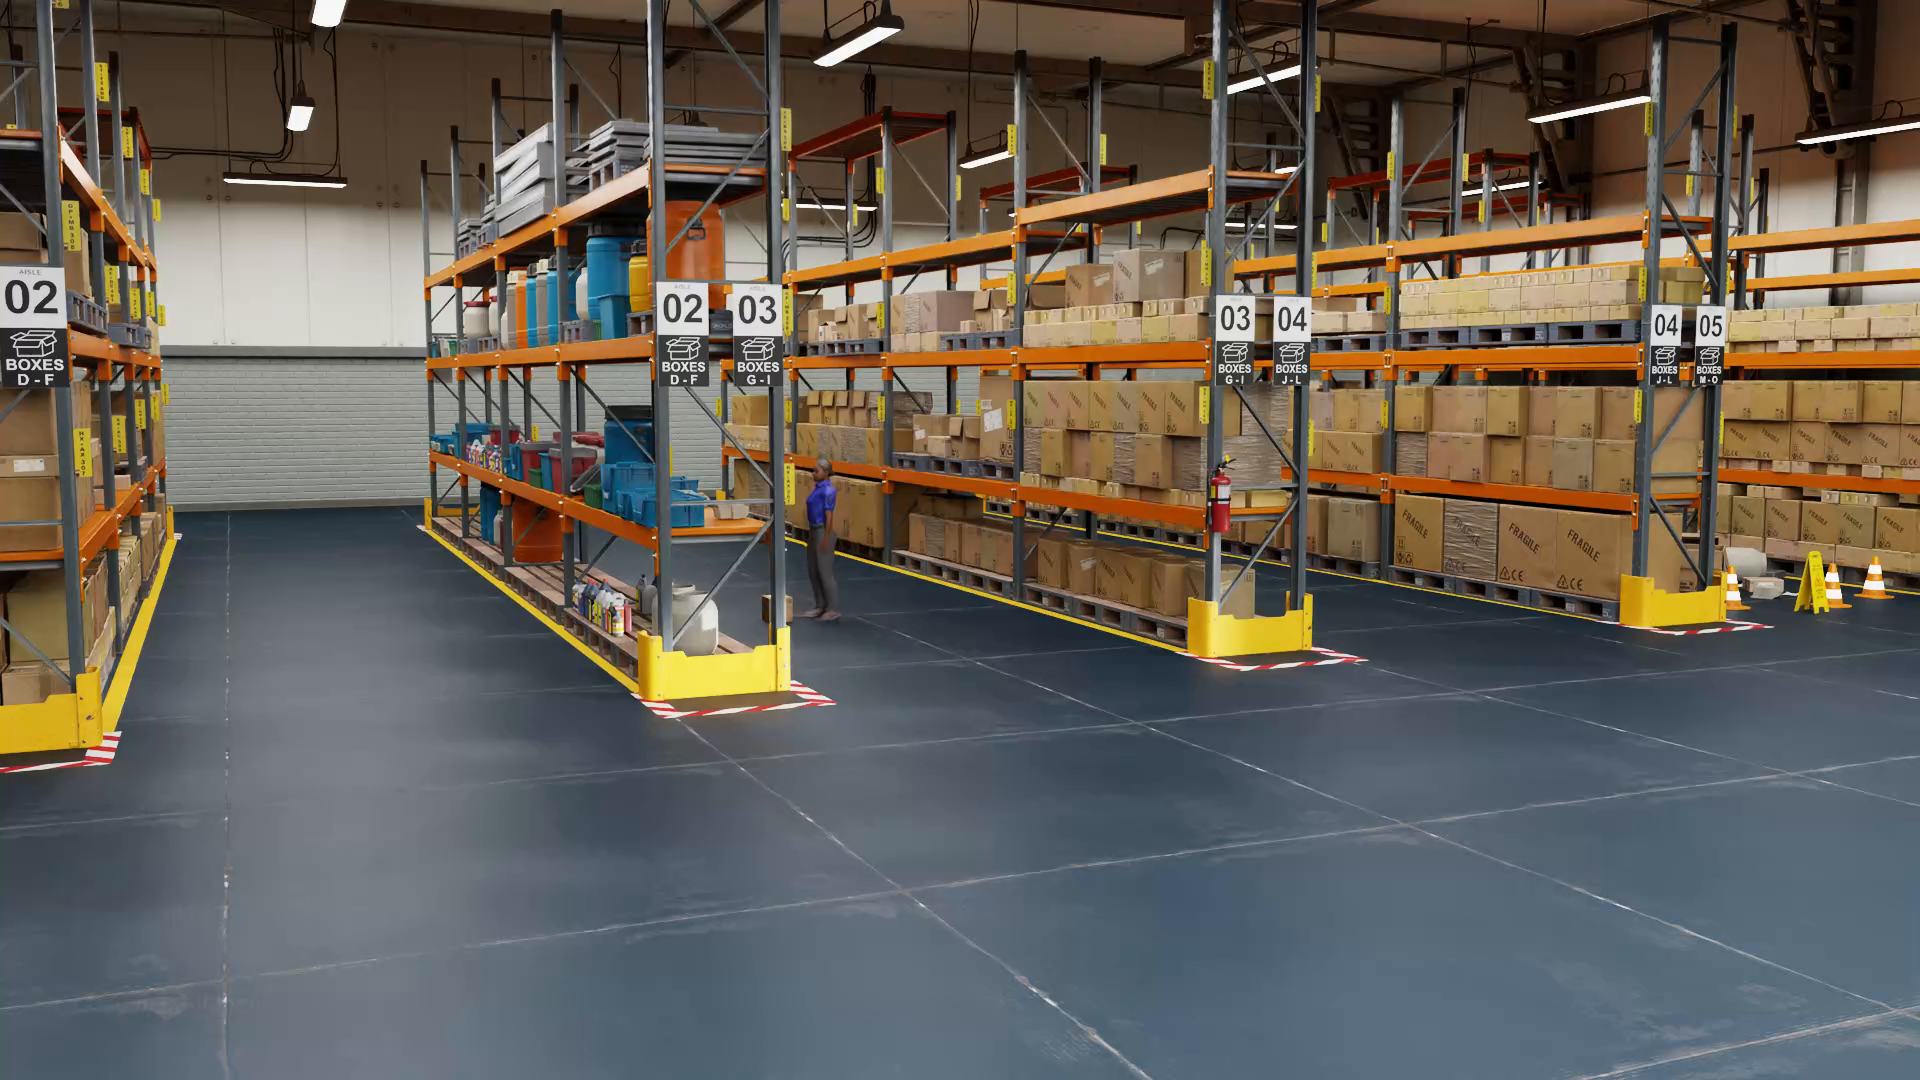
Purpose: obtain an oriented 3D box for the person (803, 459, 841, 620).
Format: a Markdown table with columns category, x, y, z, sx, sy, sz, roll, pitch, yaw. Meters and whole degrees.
| category | x | y | z | sx | sy | sz | roll | pitch | yaw |
| --- | --- | --- | --- | --- | --- | --- | --- | --- | --- |
| person | -1.426 | 0.003 | 17.170 | 0.328 | 1.684 | 0.437 | -2 | 6 | -22 |
